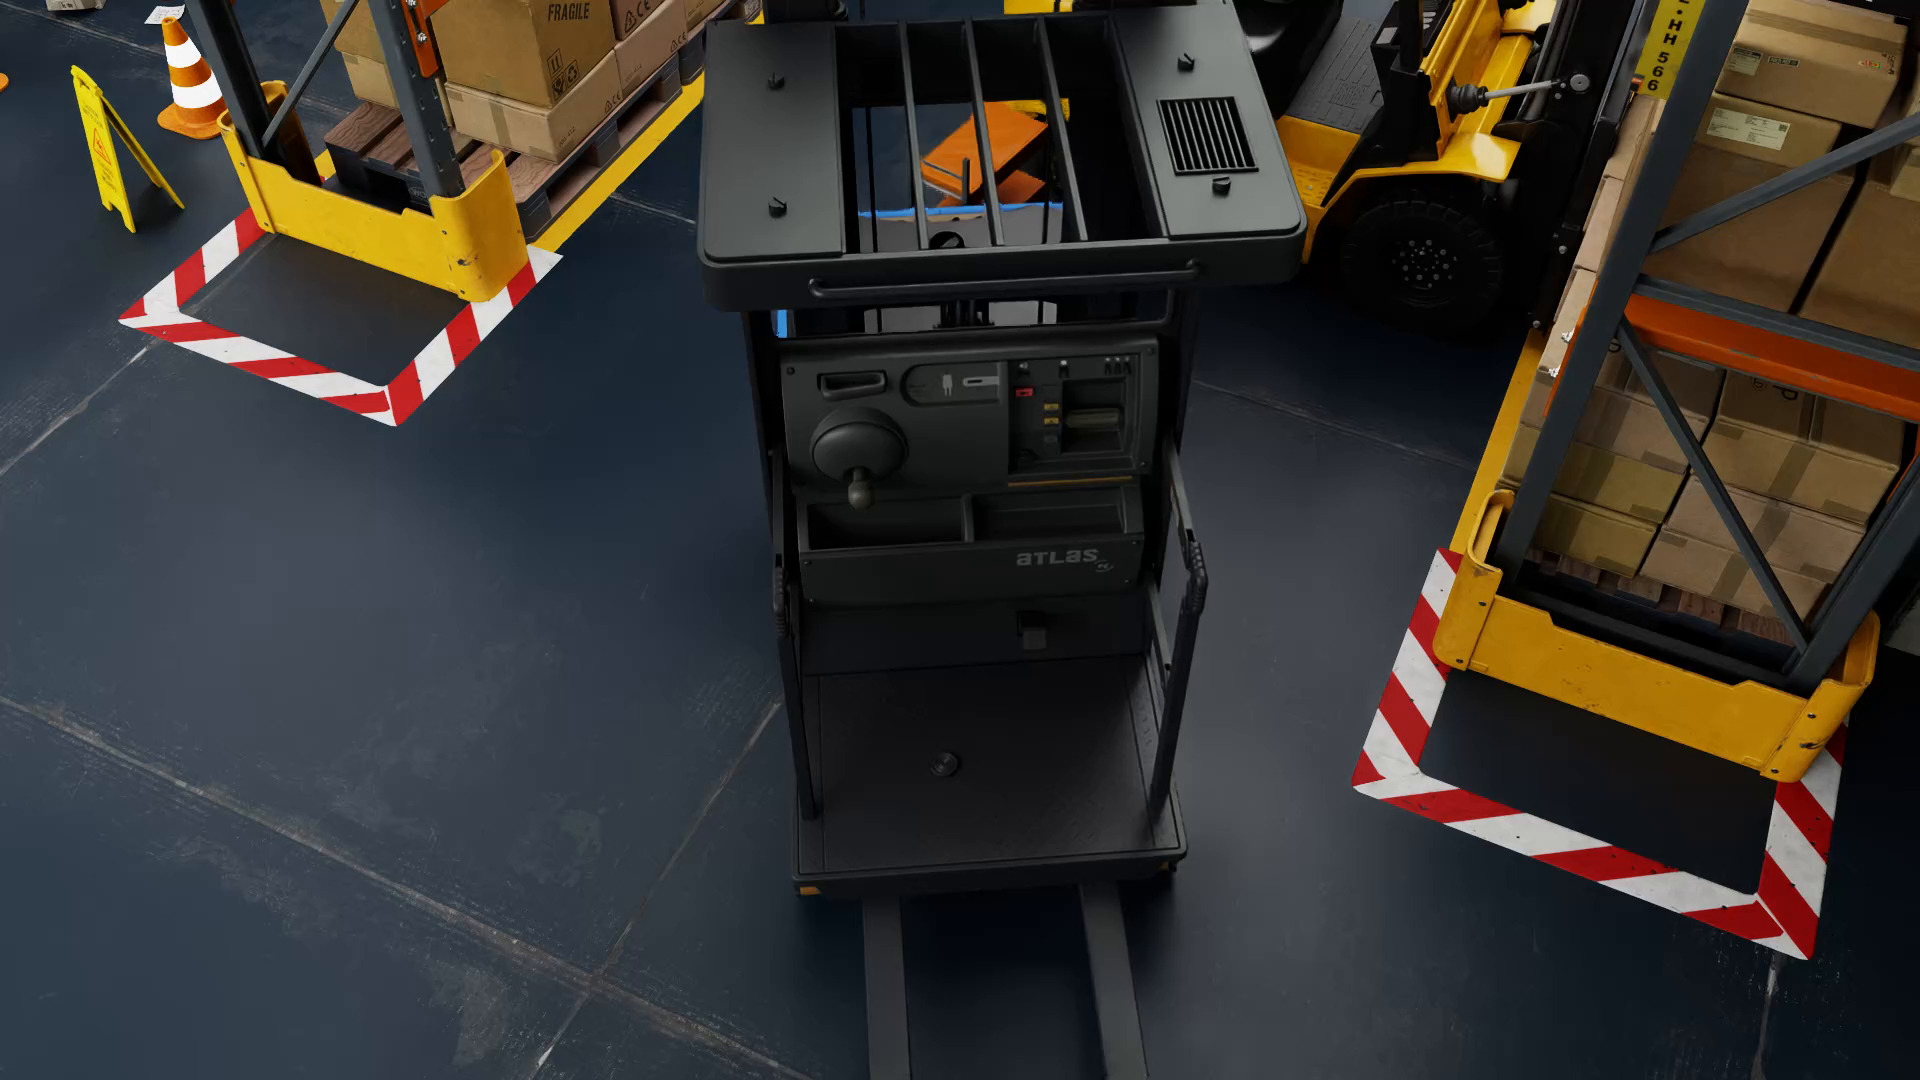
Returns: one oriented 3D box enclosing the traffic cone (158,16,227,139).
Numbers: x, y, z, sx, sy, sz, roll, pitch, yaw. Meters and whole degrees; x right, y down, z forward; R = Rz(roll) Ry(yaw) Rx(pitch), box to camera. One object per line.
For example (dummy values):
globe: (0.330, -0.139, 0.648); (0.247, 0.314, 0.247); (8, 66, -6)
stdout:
traffic cone: (-3.335, -2.039, 7.181); (0.336, 0.463, 0.334); (20, 52, 16)

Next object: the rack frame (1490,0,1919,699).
rack frame: (2.137, -0.533, 4.234); (1.000, 3.000, 0.127); (20, 52, 16)

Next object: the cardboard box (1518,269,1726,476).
cardboard box: (2.052, -0.521, 5.097); (0.500, 0.250, 0.500); (21, 53, 17)

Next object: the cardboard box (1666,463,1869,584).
cardboard box: (2.526, -0.196, 5.149); (0.500, 0.250, 0.500); (21, 53, 17)

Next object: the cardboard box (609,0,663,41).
cardboard box: (-1.529, -2.477, 6.925); (0.500, 0.500, 0.500); (18, 52, 15)

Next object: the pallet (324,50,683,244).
pallet: (-1.941, -1.842, 7.179); (1.003, 0.211, 1.213); (20, 52, 16)

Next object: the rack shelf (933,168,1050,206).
rack shelf: (0.069, -1.106, 5.698); (0.258, 0.148, 0.480); (28, 55, 22)

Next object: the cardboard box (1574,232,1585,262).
cardboard box: (2.488, -1.081, 5.902); (0.500, 0.250, 0.500); (19, 52, 15)

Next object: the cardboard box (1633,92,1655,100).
cardboard box: (2.695, -1.571, 5.991); (0.500, 0.250, 0.500); (19, 52, 15)

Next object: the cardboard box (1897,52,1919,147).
cardboard box: (2.474, -1.034, 3.973); (0.380, 0.149, 0.250); (19, 52, 15)

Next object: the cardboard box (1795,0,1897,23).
cardboard box: (2.177, -1.367, 4.257); (0.380, 0.149, 0.250); (20, 52, 16)

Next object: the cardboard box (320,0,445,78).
cardboard box: (-2.246, -2.270, 6.749); (0.500, 0.500, 0.500); (20, 53, 16)

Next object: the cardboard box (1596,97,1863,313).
cardboard box: (2.110, -0.990, 4.557); (0.500, 0.500, 0.500); (19, 52, 15)

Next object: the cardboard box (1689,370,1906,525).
cardboard box: (2.514, -0.371, 4.970); (0.500, 0.250, 0.500); (19, 52, 16)

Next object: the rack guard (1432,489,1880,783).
rack guard: (2.127, 0.294, 5.172); (1.175, 0.500, 0.348); (20, 52, 16)

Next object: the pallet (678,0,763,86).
pallet: (-1.418, -2.679, 7.891); (1.003, 0.211, 1.213); (20, 52, 16)

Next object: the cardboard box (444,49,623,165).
cardboard box: (-1.758, -1.856, 6.889); (0.500, 0.250, 0.500); (19, 52, 16)

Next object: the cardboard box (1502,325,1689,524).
cardboard box: (2.062, -0.377, 5.303); (0.500, 0.250, 0.500); (19, 52, 16)

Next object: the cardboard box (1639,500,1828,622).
cardboard box: (2.524, -0.053, 5.355); (0.500, 0.250, 0.500); (20, 52, 16)

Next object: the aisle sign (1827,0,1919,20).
aisle sign: (1.843, -1.426, 3.287); (0.394, 0.787, 0.004); (20, 52, 16)

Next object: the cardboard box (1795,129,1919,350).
cardboard box: (2.600, -0.816, 4.409); (0.500, 0.500, 0.500); (21, 53, 17)

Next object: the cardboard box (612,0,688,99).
cardboard box: (-1.533, -2.205, 7.186); (0.500, 0.250, 0.500); (22, 53, 17)

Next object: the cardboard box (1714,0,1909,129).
cardboard box: (2.100, -1.187, 4.104); (0.380, 0.149, 0.250); (20, 52, 16)

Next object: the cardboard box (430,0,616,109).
cardboard box: (-1.748, -2.116, 6.618); (0.500, 0.500, 0.500); (18, 52, 15)

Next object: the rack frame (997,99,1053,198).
rack frame: (0.211, -1.156, 5.946); (0.240, 1.200, 0.015); (28, 55, 22)

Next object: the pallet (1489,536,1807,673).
pallet: (2.426, -0.170, 5.756); (1.003, 0.211, 1.213); (20, 52, 16)

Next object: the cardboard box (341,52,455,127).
cardboard box: (-2.240, -2.051, 7.055); (0.500, 0.250, 0.500); (20, 52, 16)

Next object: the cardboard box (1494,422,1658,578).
cardboard box: (2.052, -0.204, 5.484); (0.500, 0.250, 0.500); (20, 53, 16)

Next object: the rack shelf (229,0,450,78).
rack shelf: (-1.498, -3.289, 7.052); (1.077, 0.370, 4.000); (20, 52, 16)

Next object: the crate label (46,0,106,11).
crate label: (-4.204, -2.622, 7.891); (0.250, 0.136, 0.298); (-4, 50, -3)

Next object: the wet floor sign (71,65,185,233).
wet floor sign: (-3.401, -1.600, 6.688); (0.232, 0.644, 0.267); (-37, 59, -27)

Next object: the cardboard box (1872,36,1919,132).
cardboard box: (2.564, -1.115, 4.238); (0.380, 0.149, 0.250); (20, 52, 16)

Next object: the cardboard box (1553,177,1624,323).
cardboard box: (2.265, -0.874, 5.397); (0.500, 0.250, 0.500); (21, 53, 17)

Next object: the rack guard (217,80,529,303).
rack guard: (-2.320, -1.388, 6.603); (1.175, 0.500, 0.348); (20, 52, 16)

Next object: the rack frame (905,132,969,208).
rack frame: (-0.072, -0.853, 5.688); (0.240, 1.200, 0.015); (28, 55, 22)

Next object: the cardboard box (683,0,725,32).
cardboard box: (-1.311, -2.585, 7.510); (0.500, 0.250, 0.500); (23, 53, 18)

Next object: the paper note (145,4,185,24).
paper note: (-3.748, -2.482, 7.842); (0.148, 0.019, 0.142); (4, 50, 3)

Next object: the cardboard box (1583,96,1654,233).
cardboard box: (2.471, -1.225, 5.696); (0.500, 0.250, 0.500); (20, 53, 17)

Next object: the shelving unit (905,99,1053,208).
shelving unit: (0.069, -1.004, 5.817); (0.258, 1.200, 0.503); (28, 55, 22)

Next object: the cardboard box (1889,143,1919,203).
cardboard box: (2.517, -0.925, 4.076); (0.380, 0.149, 0.250); (19, 52, 15)

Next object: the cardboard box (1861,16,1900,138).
cardboard box: (2.802, -1.182, 4.721); (0.500, 0.500, 0.500); (21, 53, 17)

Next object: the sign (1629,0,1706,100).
sign: (1.652, -1.171, 3.861); (0.100, 0.325, 0.005); (20, 52, 16)

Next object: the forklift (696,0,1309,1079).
forklift: (0.048, -0.189, 3.986); (1.130, 2.935, 3.031); (-3, 50, -3)

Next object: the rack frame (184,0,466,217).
rack frame: (-2.352, -2.145, 5.606); (1.000, 3.000, 0.127); (20, 52, 16)

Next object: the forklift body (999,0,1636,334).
forklift body: (1.298, -2.157, 6.173); (2.313, 2.155, 1.214); (20, 52, 16)

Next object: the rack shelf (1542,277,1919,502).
rack shelf: (2.992, -1.677, 5.680); (1.077, 0.370, 4.000); (20, 52, 16)

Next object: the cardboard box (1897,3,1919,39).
cardboard box: (2.679, -1.288, 4.385); (0.380, 0.149, 0.250); (19, 52, 15)

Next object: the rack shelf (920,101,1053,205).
rack shelf: (0.069, -1.259, 5.517); (0.258, 0.148, 0.480); (28, 55, 22)

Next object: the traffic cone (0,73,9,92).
traffic cone: (-4.484, -2.166, 7.289); (0.336, 0.463, 0.334); (20, 52, 16)

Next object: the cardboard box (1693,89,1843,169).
cardboard box: (2.032, -1.105, 4.230); (0.380, 0.149, 0.250); (21, 53, 17)
